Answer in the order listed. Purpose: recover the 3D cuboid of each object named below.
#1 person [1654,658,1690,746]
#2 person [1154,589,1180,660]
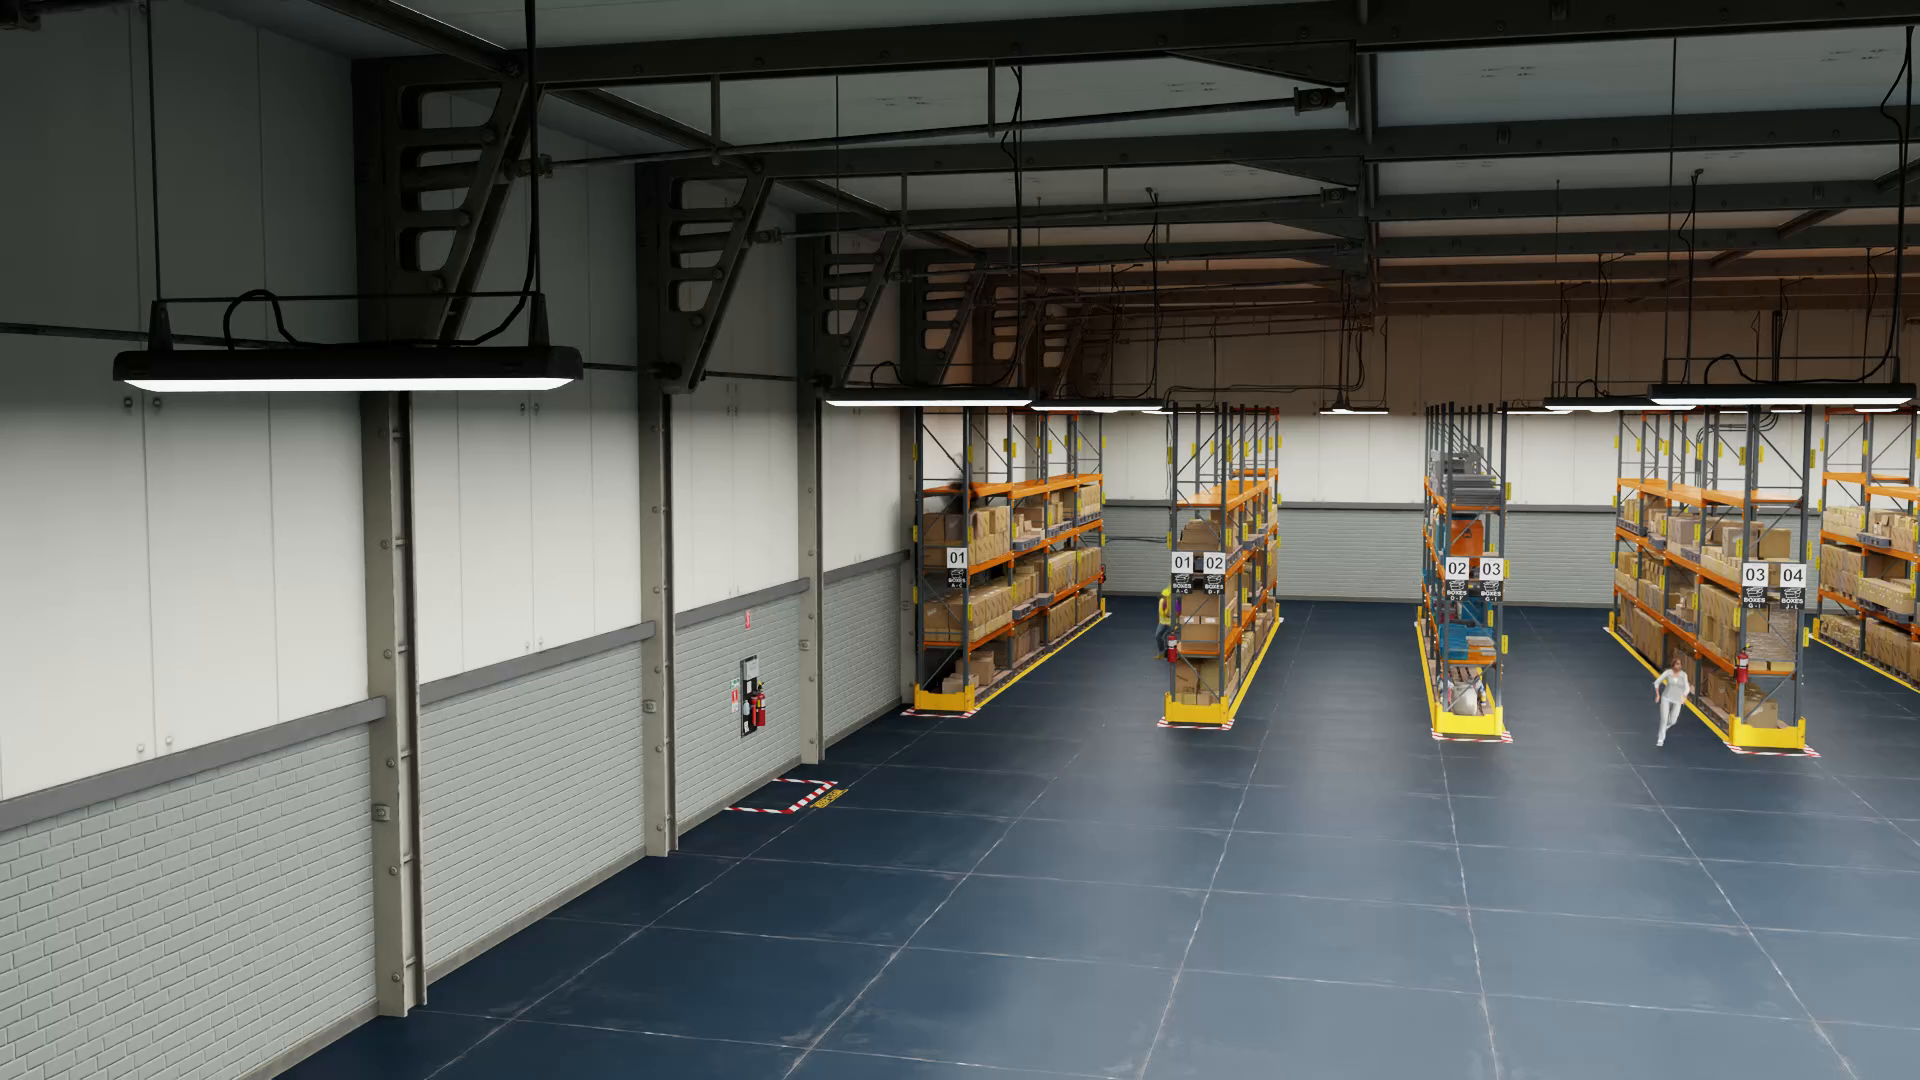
[{"bbox_3d":[12.439,2.813,29.080,0.579,1.539,0.573,1,4,13],"label":"person"},{"bbox_3d":[4.930,1.973,39.172,0.666,1.691,0.961,2,5,30],"label":"person"}]
